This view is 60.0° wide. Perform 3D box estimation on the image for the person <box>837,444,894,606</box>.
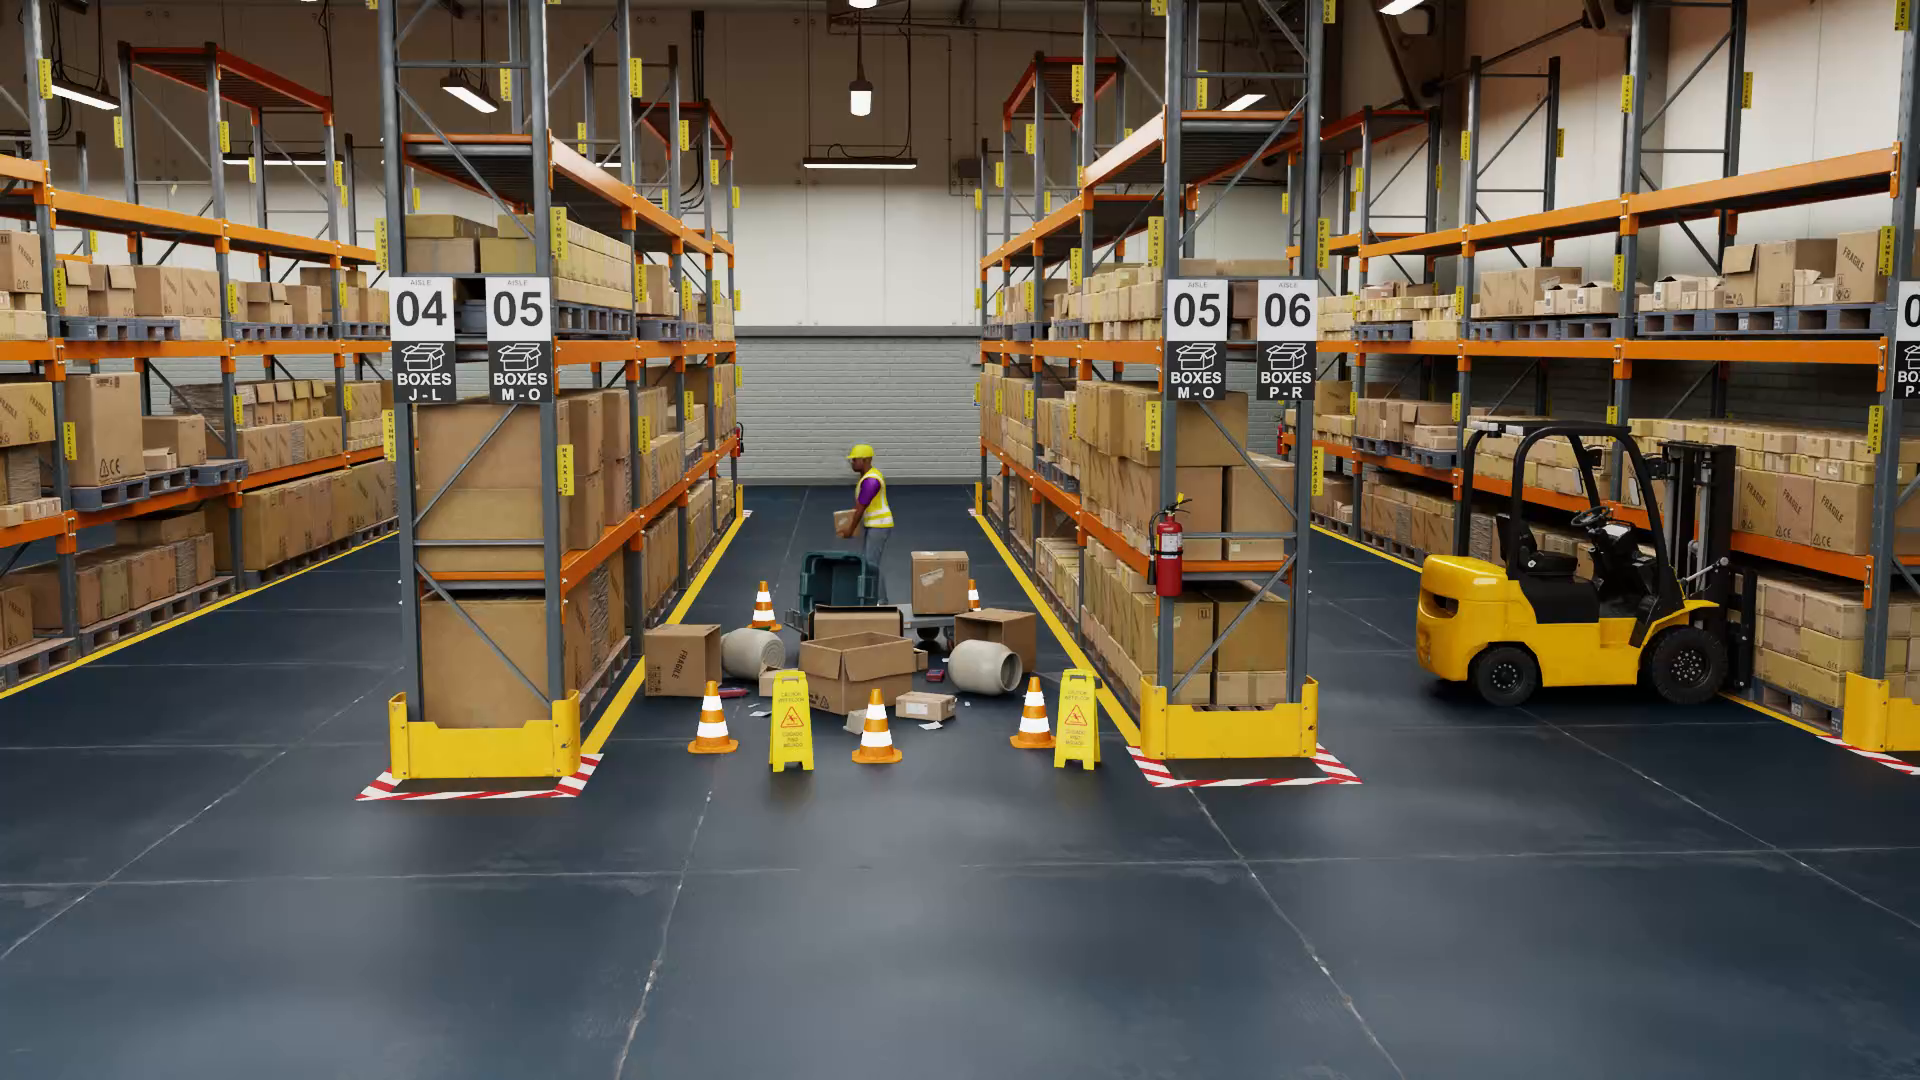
[{"bbox_3d":[-0.983,-0.119,17.219,0.593,1.746,0.501,-1,7,-5],"label":"person"}]
